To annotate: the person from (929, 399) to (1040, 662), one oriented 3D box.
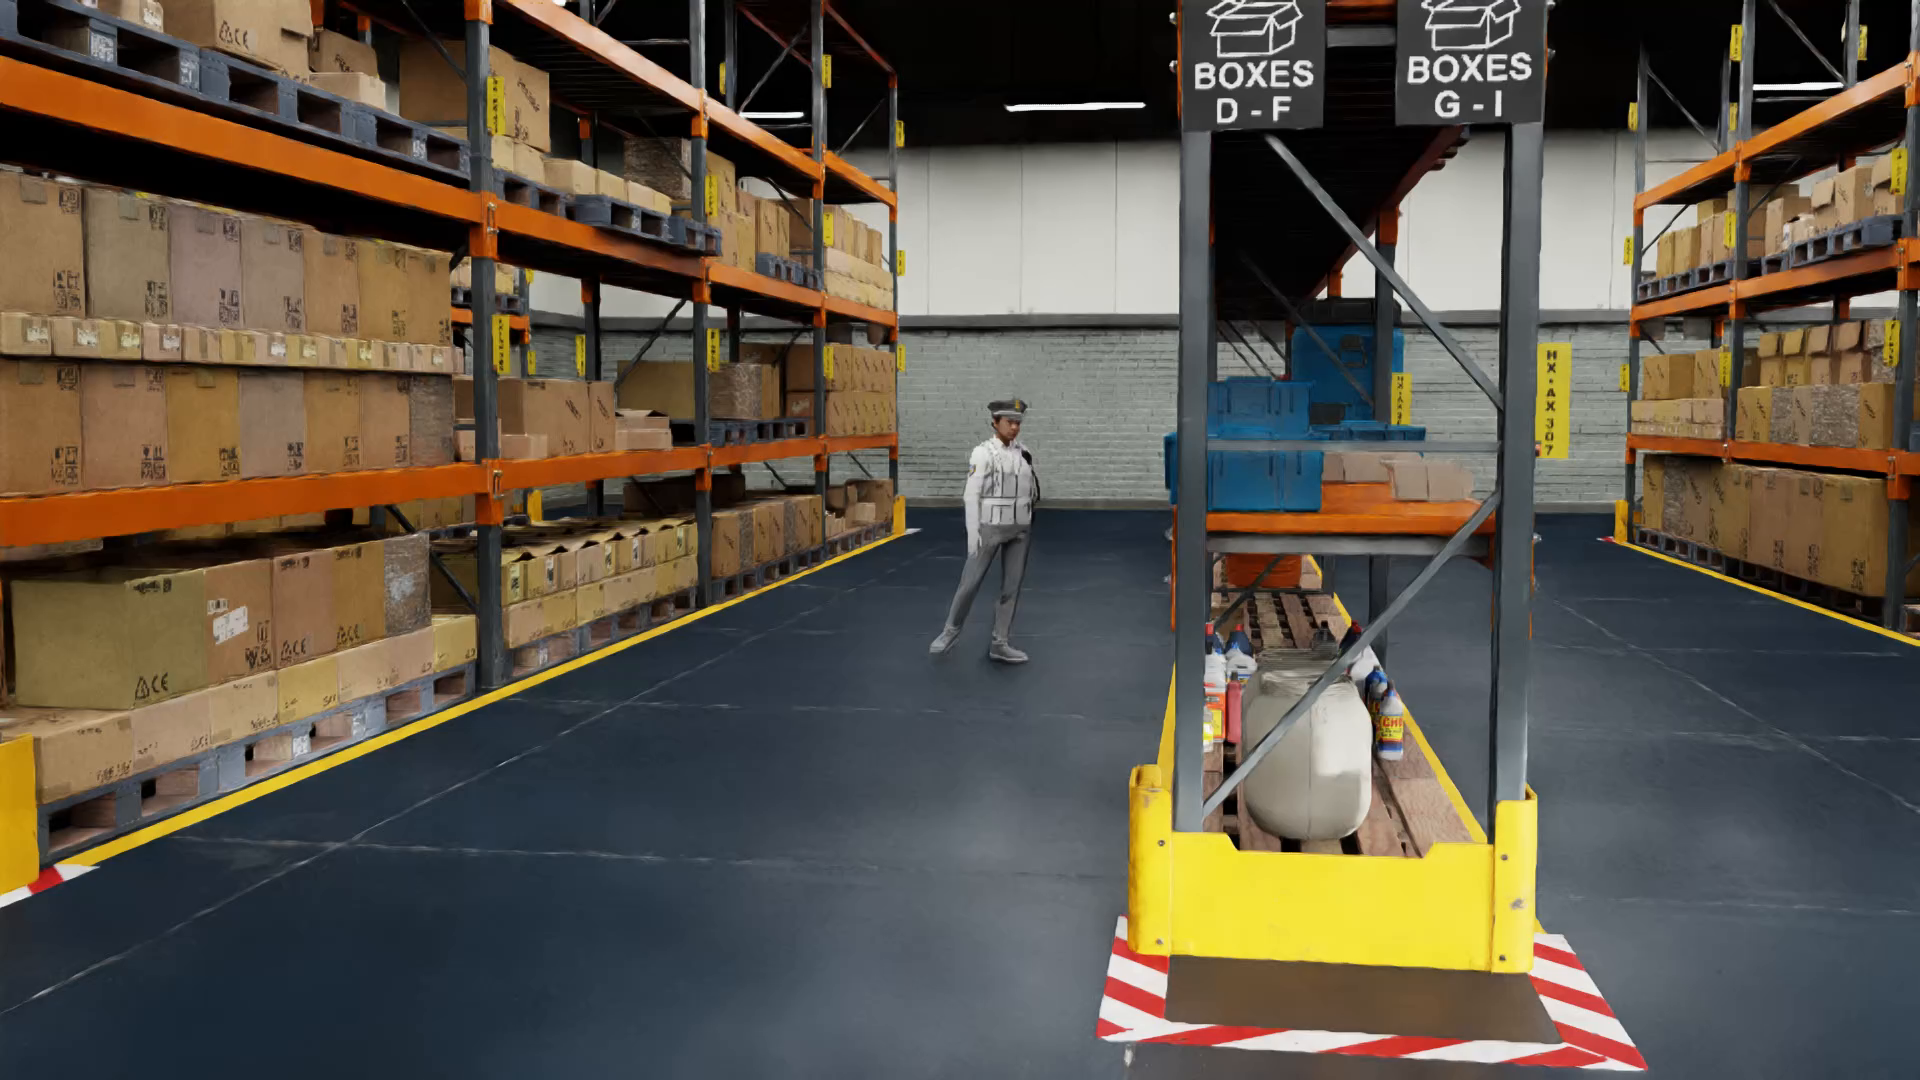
[{"bbox_3d":[0.150,-0.060,10.584,0.673,1.667,0.492,-2,5,-28],"label":"person"}]
